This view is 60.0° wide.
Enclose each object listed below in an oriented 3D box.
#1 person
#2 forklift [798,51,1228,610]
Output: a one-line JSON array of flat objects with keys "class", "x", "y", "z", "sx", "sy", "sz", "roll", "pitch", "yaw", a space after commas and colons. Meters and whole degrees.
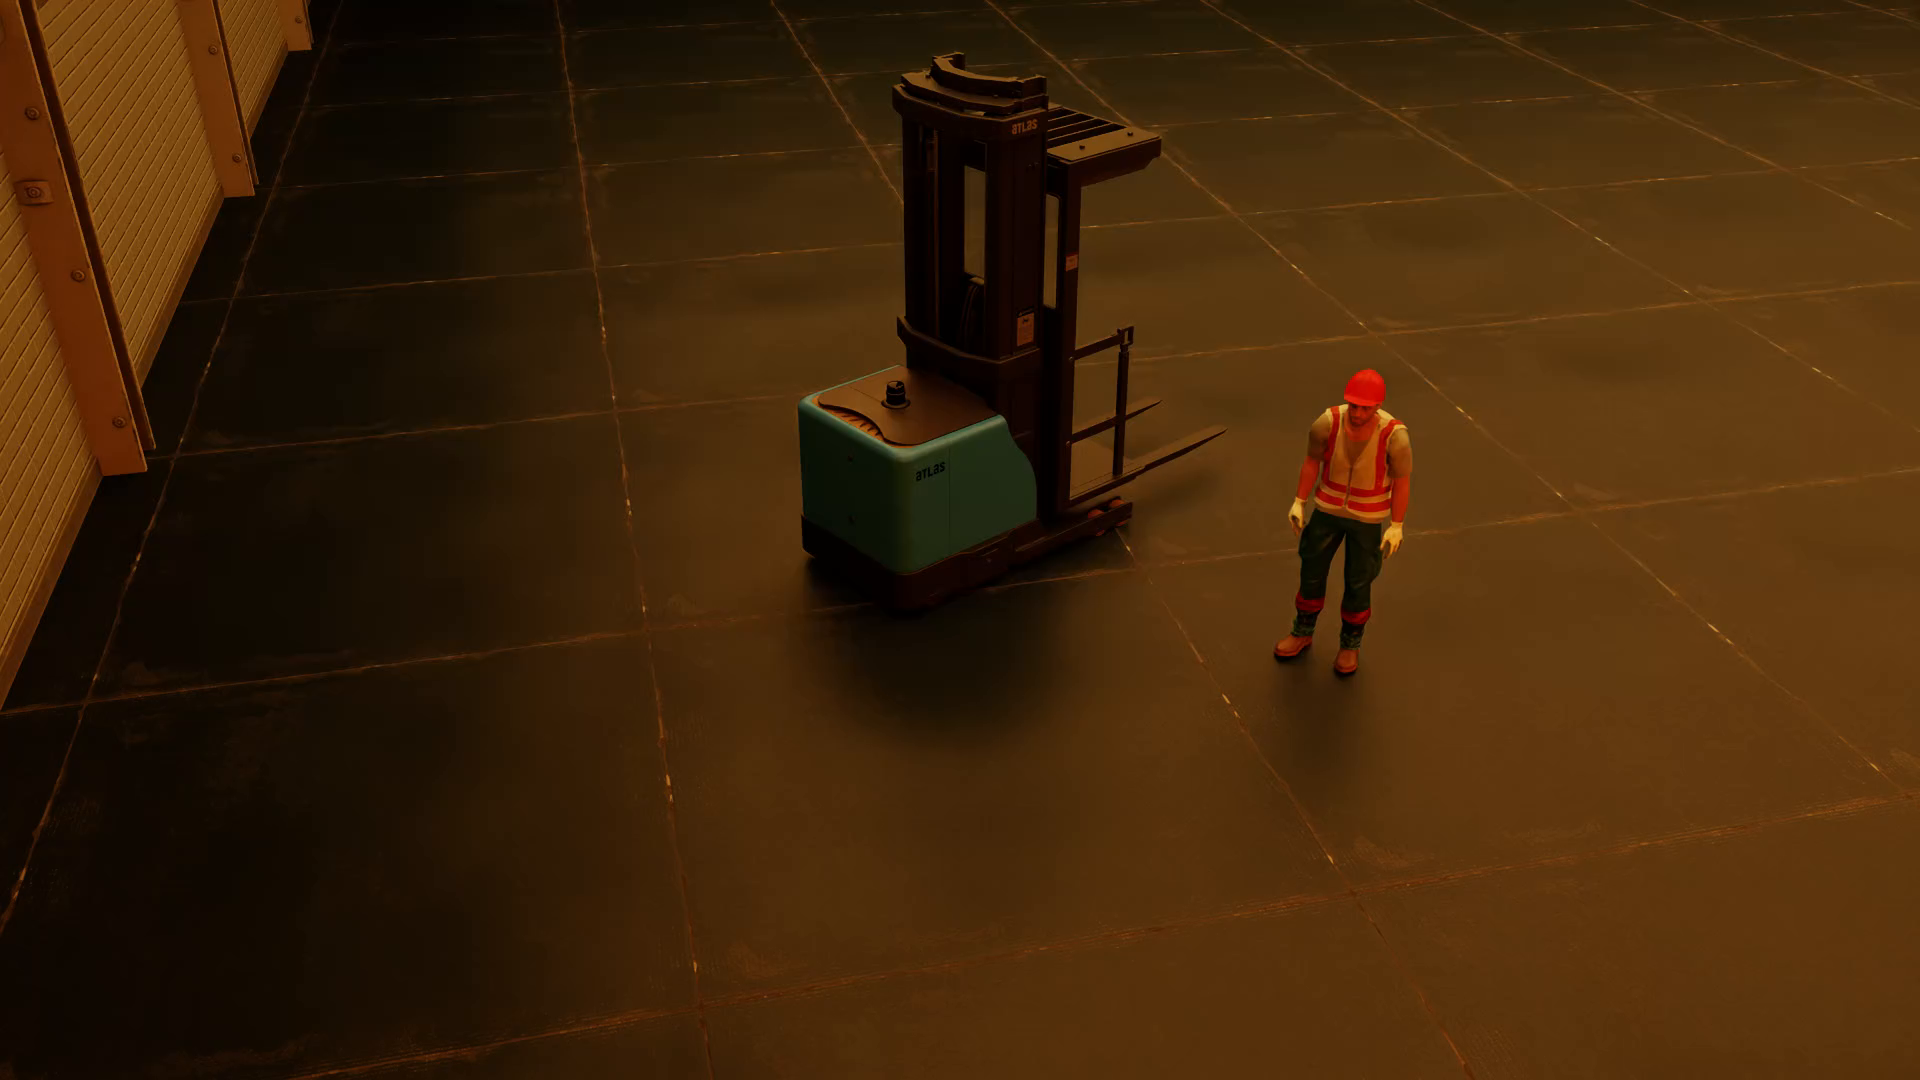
[{"class": "person", "x": 2.080, "y": -0.116, "z": 8.928, "sx": 0.623, "sy": 1.780, "sz": 0.450, "roll": 15, "pitch": 33, "yaw": 25}, {"class": "forklift", "x": 0.472, "y": -1.473, "z": 10.119, "sx": 3.031, "sy": 2.935, "sz": 1.130, "roll": -23, "pitch": 37, "yaw": -35}]
